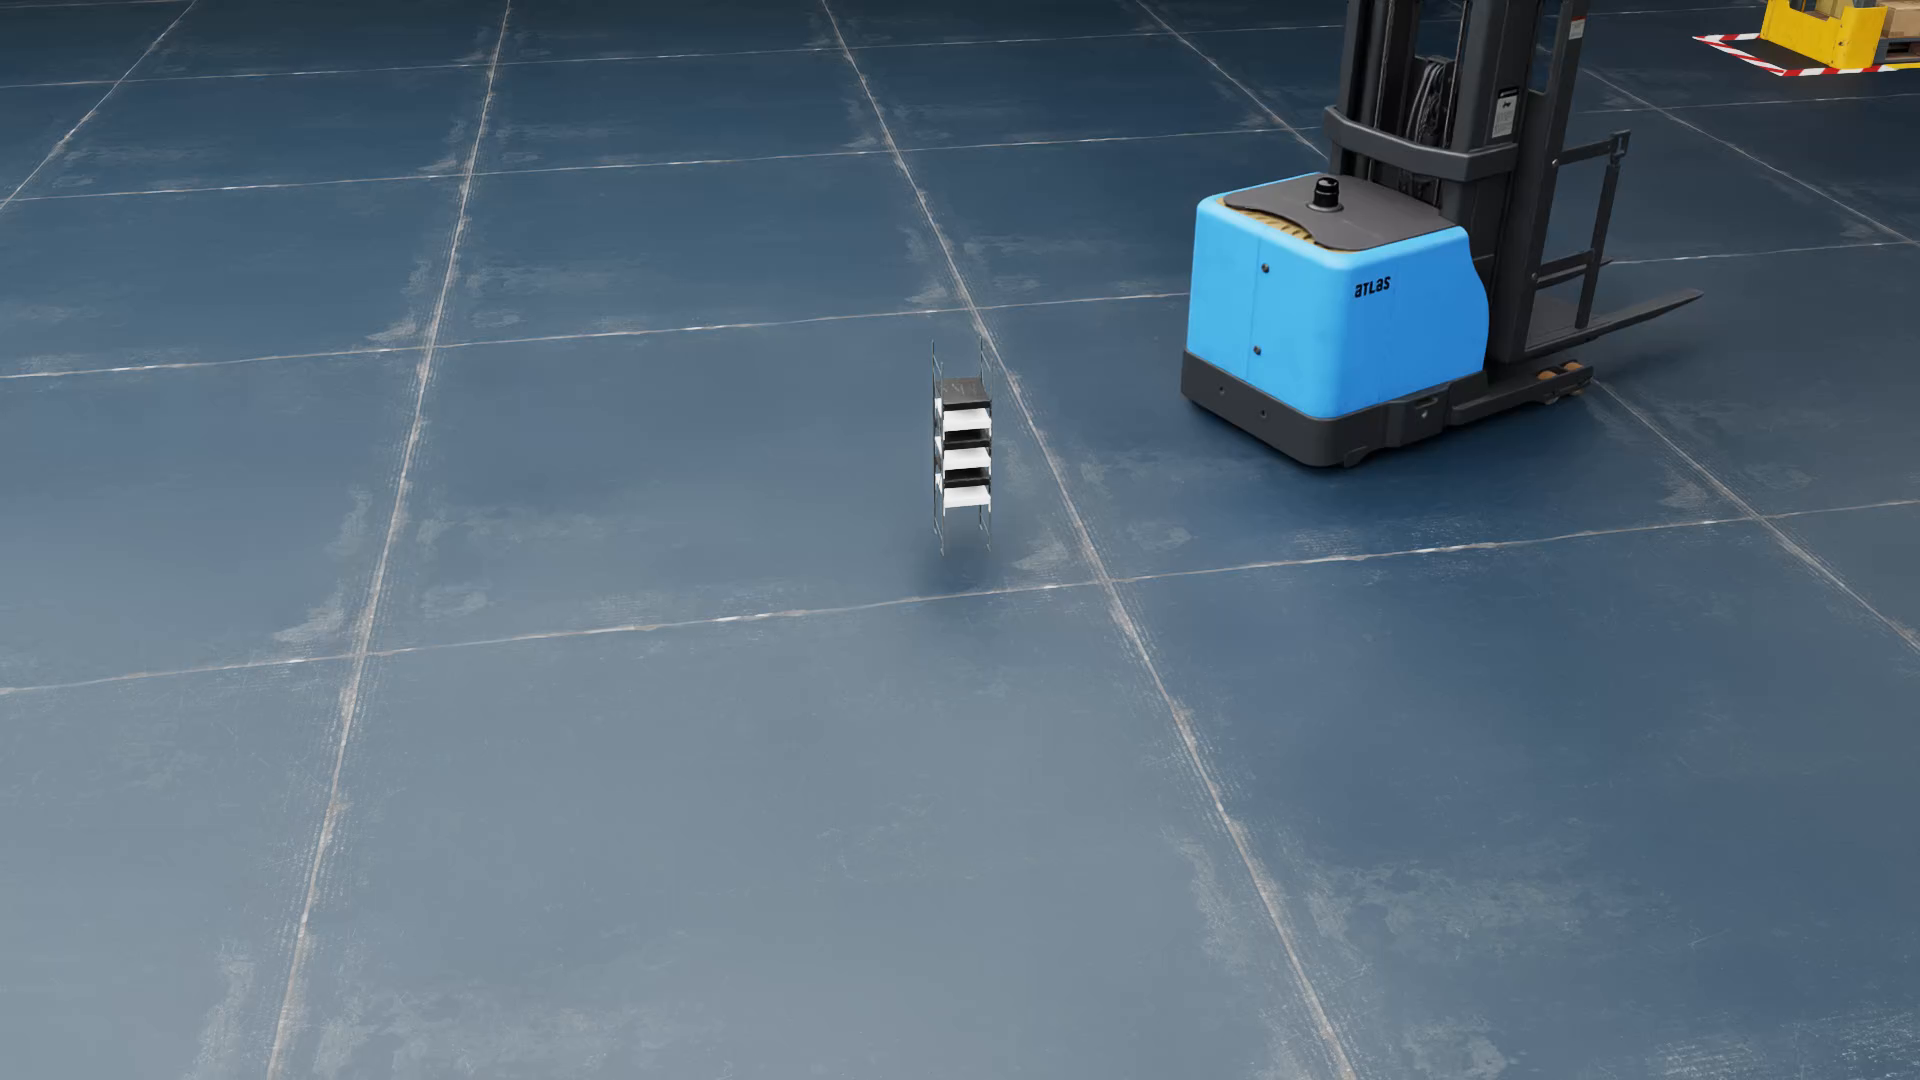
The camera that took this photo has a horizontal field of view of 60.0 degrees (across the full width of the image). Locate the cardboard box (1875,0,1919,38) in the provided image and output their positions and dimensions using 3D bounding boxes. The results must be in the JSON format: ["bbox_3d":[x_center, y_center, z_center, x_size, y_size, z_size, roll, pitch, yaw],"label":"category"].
[{"bbox_3d":[8.031,-4.485,14.217,0.500,0.250,0.500,-5,31,-9],"label":"cardboard box"}]

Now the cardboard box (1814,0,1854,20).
[{"bbox_3d":[7.938,-4.743,14.656,0.500,0.250,0.500,-5,31,-9],"label":"cardboard box"}]

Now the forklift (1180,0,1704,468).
[{"bbox_3d":[2.628,-2.156,8.026,3.031,2.935,1.130,-18,35,-28],"label":"forklift"}]

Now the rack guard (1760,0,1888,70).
[{"bbox_3d":[7.440,-4.472,14.362,0.348,0.500,1.175,-5,31,-9],"label":"rack guard"}]

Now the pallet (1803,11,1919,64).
[{"bbox_3d":[8.208,-4.440,14.593,1.213,0.211,1.003,-5,31,-9],"label":"pallet"}]

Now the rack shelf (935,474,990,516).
[{"bbox_3d":[0.008,-0.205,7.131,0.200,0.077,0.258,-5,31,-9],"label":"rack shelf"}]

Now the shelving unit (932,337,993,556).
[{"bbox_3d":[0.008,-0.389,7.023,0.210,0.900,0.258,-5,31,-9],"label":"shelving unit"}]

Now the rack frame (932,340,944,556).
[{"bbox_3d":[-0.092,-0.379,7.007,0.006,0.900,0.240,-5,31,-9],"label":"rack frame"}]

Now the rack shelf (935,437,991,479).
[{"bbox_3d":[0.008,-0.360,7.040,0.200,0.077,0.258,-5,31,-9],"label":"rack shelf"}]

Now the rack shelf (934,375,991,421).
[{"bbox_3d":[0.008,-0.593,6.903,0.200,0.077,0.258,-5,31,-9],"label":"rack shelf"}]

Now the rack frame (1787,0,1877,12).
[{"bbox_3d":[7.463,-5.551,13.732,0.127,3.000,1.000,-5,31,-9],"label":"rack frame"}]

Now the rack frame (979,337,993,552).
[{"bbox_3d":[0.108,-0.398,7.039,0.006,0.900,0.240,-5,31,-9],"label":"rack frame"}]

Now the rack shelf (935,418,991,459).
[{"bbox_3d":[0.008,-0.437,6.994,0.200,0.077,0.258,-5,31,-9],"label":"rack shelf"}]

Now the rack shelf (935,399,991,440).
[{"bbox_3d":[0.008,-0.515,6.949,0.200,0.077,0.258,-5,31,-9],"label":"rack shelf"}]

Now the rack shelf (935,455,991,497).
[{"bbox_3d":[0.008,-0.282,7.086,0.200,0.077,0.258,-5,31,-9],"label":"rack shelf"}]
